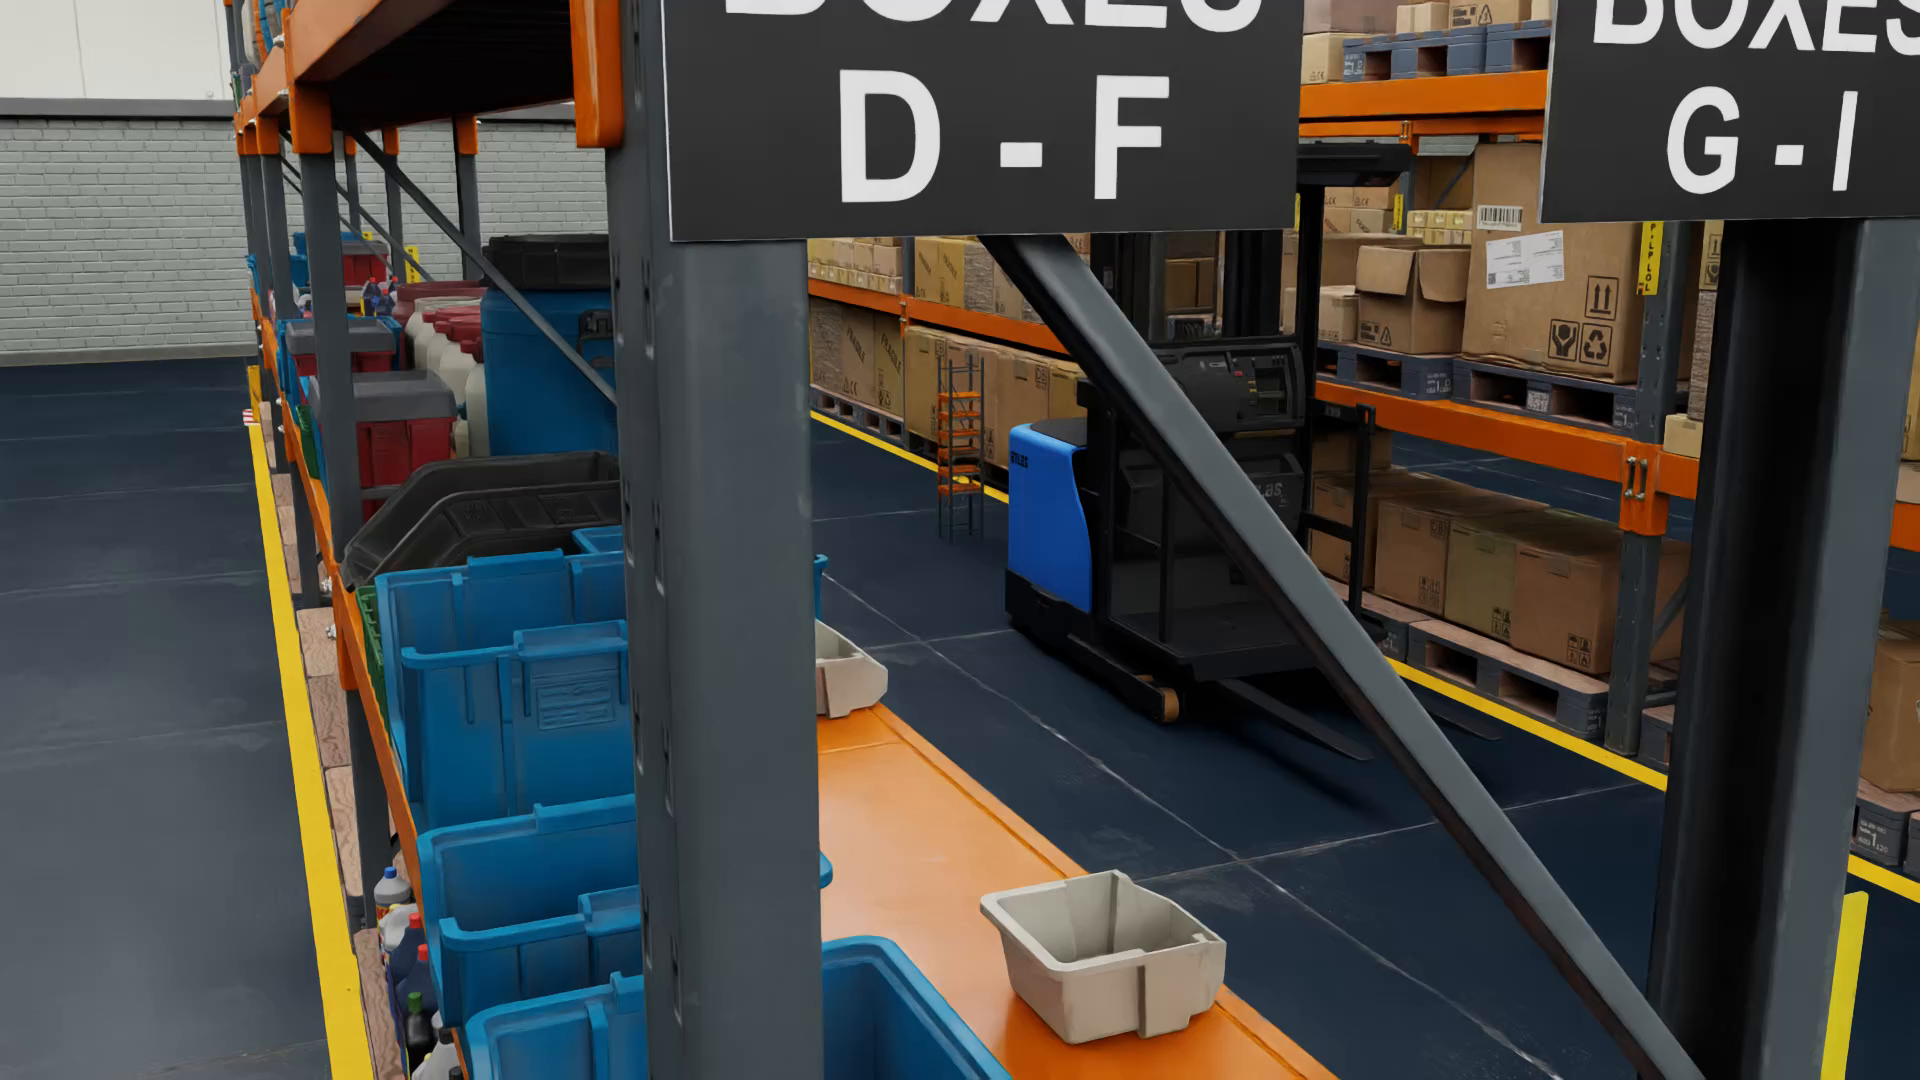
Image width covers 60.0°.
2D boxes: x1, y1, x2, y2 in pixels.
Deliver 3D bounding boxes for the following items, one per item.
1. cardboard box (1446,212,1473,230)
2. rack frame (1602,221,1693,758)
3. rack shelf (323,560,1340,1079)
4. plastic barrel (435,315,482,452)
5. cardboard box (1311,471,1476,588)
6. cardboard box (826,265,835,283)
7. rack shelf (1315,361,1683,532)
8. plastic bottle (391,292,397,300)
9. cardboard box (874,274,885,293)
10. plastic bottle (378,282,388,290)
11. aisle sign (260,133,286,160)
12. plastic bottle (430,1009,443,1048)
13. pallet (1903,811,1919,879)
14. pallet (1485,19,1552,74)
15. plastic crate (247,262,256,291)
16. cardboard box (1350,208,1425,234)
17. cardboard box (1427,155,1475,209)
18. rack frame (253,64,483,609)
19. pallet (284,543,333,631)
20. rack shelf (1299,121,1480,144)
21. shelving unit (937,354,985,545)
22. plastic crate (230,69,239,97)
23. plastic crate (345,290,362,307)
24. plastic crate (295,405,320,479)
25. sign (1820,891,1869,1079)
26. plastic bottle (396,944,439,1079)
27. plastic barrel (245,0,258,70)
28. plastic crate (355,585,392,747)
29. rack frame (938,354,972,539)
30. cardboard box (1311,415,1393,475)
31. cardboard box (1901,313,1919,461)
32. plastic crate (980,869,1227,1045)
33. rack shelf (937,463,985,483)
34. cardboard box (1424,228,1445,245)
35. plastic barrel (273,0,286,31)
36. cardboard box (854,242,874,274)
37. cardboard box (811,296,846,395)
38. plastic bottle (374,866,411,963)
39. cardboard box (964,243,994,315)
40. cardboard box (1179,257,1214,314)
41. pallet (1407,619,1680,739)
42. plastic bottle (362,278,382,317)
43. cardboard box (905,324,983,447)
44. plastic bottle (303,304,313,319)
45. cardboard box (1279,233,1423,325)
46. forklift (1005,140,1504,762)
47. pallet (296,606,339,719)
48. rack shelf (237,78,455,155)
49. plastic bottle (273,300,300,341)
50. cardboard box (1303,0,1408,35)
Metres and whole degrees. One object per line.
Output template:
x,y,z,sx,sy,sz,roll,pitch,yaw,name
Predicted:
4.541,-2.828,14.741,0.380,0.149,0.250,-5,14,-22,cardboard box
3.206,-0.609,6.848,1.000,3.000,0.127,-6,14,-23,rack frame
-0.531,0.602,3.211,1.077,0.370,4.000,-6,14,-23,rack shelf
-1.808,-0.597,6.494,0.433,0.535,0.433,0,13,0,plastic barrel
2.358,-0.065,9.067,0.700,0.500,0.500,-4,14,-18,cardboard box
-1.037,-2.491,15.537,0.380,0.149,0.250,-5,14,-22,cardboard box
2.405,-0.672,8.715,1.077,0.370,4.000,-6,14,-23,rack shelf
-3.680,-1.494,10.948,0.152,0.276,0.135,-6,14,-23,plastic bottle
-0.524,-2.226,14.392,0.380,0.149,0.250,-5,14,-22,cardboard box
-4.083,-1.702,11.845,0.152,0.276,0.135,-6,14,-23,plastic bottle
-6.440,-3.895,15.282,0.394,0.787,0.004,-6,14,-23,aisle sign
-1.220,1.224,4.006,0.097,0.271,0.097,0,13,0,plastic bottle
4.000,1.138,5.486,1.003,0.211,1.213,-6,14,-23,pallet
3.057,-2.116,7.124,1.213,0.211,1.003,-6,14,-23,pallet
-5.814,-2.236,14.115,0.416,0.233,0.300,-6,14,-23,plastic crate
4.134,-2.957,16.112,0.500,0.500,0.500,-6,14,-23,cardboard box
4.629,-3.485,16.175,0.500,0.500,0.500,-5,14,-22,cardboard box
-2.934,-0.988,8.486,1.000,3.000,0.127,-6,14,-23,rack frame
-3.288,0.212,9.488,1.003,0.211,1.213,-6,14,-23,pallet
3.786,-4.213,17.363,1.077,0.370,4.000,-6,14,-23,rack shelf
0.006,-0.582,10.722,0.258,1.200,0.189,-6,14,-23,shelving unit
-5.779,-3.731,13.825,0.504,0.338,0.767,-6,14,-23,plastic crate
-4.592,-1.824,12.551,0.396,0.136,0.243,-6,14,-23,plastic crate
-2.288,-0.393,6.384,0.450,0.188,0.662,-6,14,-23,plastic crate
0.776,0.481,1.524,0.100,0.325,0.005,-6,14,-23,sign
-1.313,1.158,4.113,0.144,0.351,0.185,-6,14,-25,plastic bottle
-3.091,-2.412,7.738,0.421,0.512,0.421,0,13,0,plastic barrel
-1.047,0.248,3.617,0.450,0.188,0.662,-6,14,-23,plastic crate
-0.031,-0.600,10.803,0.240,1.200,0.006,-6,14,-23,rack frame
2.122,-0.553,9.511,0.500,0.250,0.500,-4,14,-17,cardboard box
3.498,-0.597,5.917,0.875,0.500,0.500,-6,14,-23,cardboard box
0.207,0.579,2.299,0.298,0.136,0.250,-6,14,-23,plastic crate
0.006,-0.421,10.759,0.258,0.103,0.180,-6,14,-23,rack shelf
4.429,-2.740,15.021,0.380,0.149,0.250,-6,14,-24,cardboard box
-1.735,-1.953,4.890,0.600,0.901,0.708,-6,14,-23,plastic barrel
-0.625,-2.508,14.726,0.500,0.250,0.500,-5,14,-21,cardboard box
-0.907,-1.945,16.400,0.875,0.875,0.875,-6,14,-23,cardboard box
-1.606,1.059,4.718,0.097,0.271,0.097,0,13,0,plastic bottle
0.359,-1.986,12.575,0.500,0.500,0.500,-6,14,-24,cardboard box
1.659,-1.609,10.948,0.500,0.500,0.500,-5,14,-21,cardboard box
2.893,0.589,7.857,1.003,0.211,1.213,-6,14,-23,pallet
-3.927,-1.579,11.148,0.144,0.351,0.185,-6,14,-23,plastic bottle
0.276,-1.301,13.618,1.225,0.875,0.875,-6,14,-23,cardboard box
-3.887,-1.263,9.935,0.061,0.283,0.133,-6,14,-23,plastic bottle
2.172,-1.474,9.434,0.700,0.500,0.500,-3,13,-15,cardboard box
1.261,-0.722,7.490,1.130,2.935,3.031,-5,14,-21,forklift
-2.660,0.534,8.094,1.003,0.211,1.213,-6,14,-23,pallet
-3.735,-2.512,10.014,1.077,0.370,4.000,-6,14,-23,rack shelf
-4.236,-1.385,10.475,0.152,0.276,0.135,-6,14,-23,plastic bottle
1.964,-2.860,8.593,0.500,0.500,0.500,-6,14,-25,cardboard box
